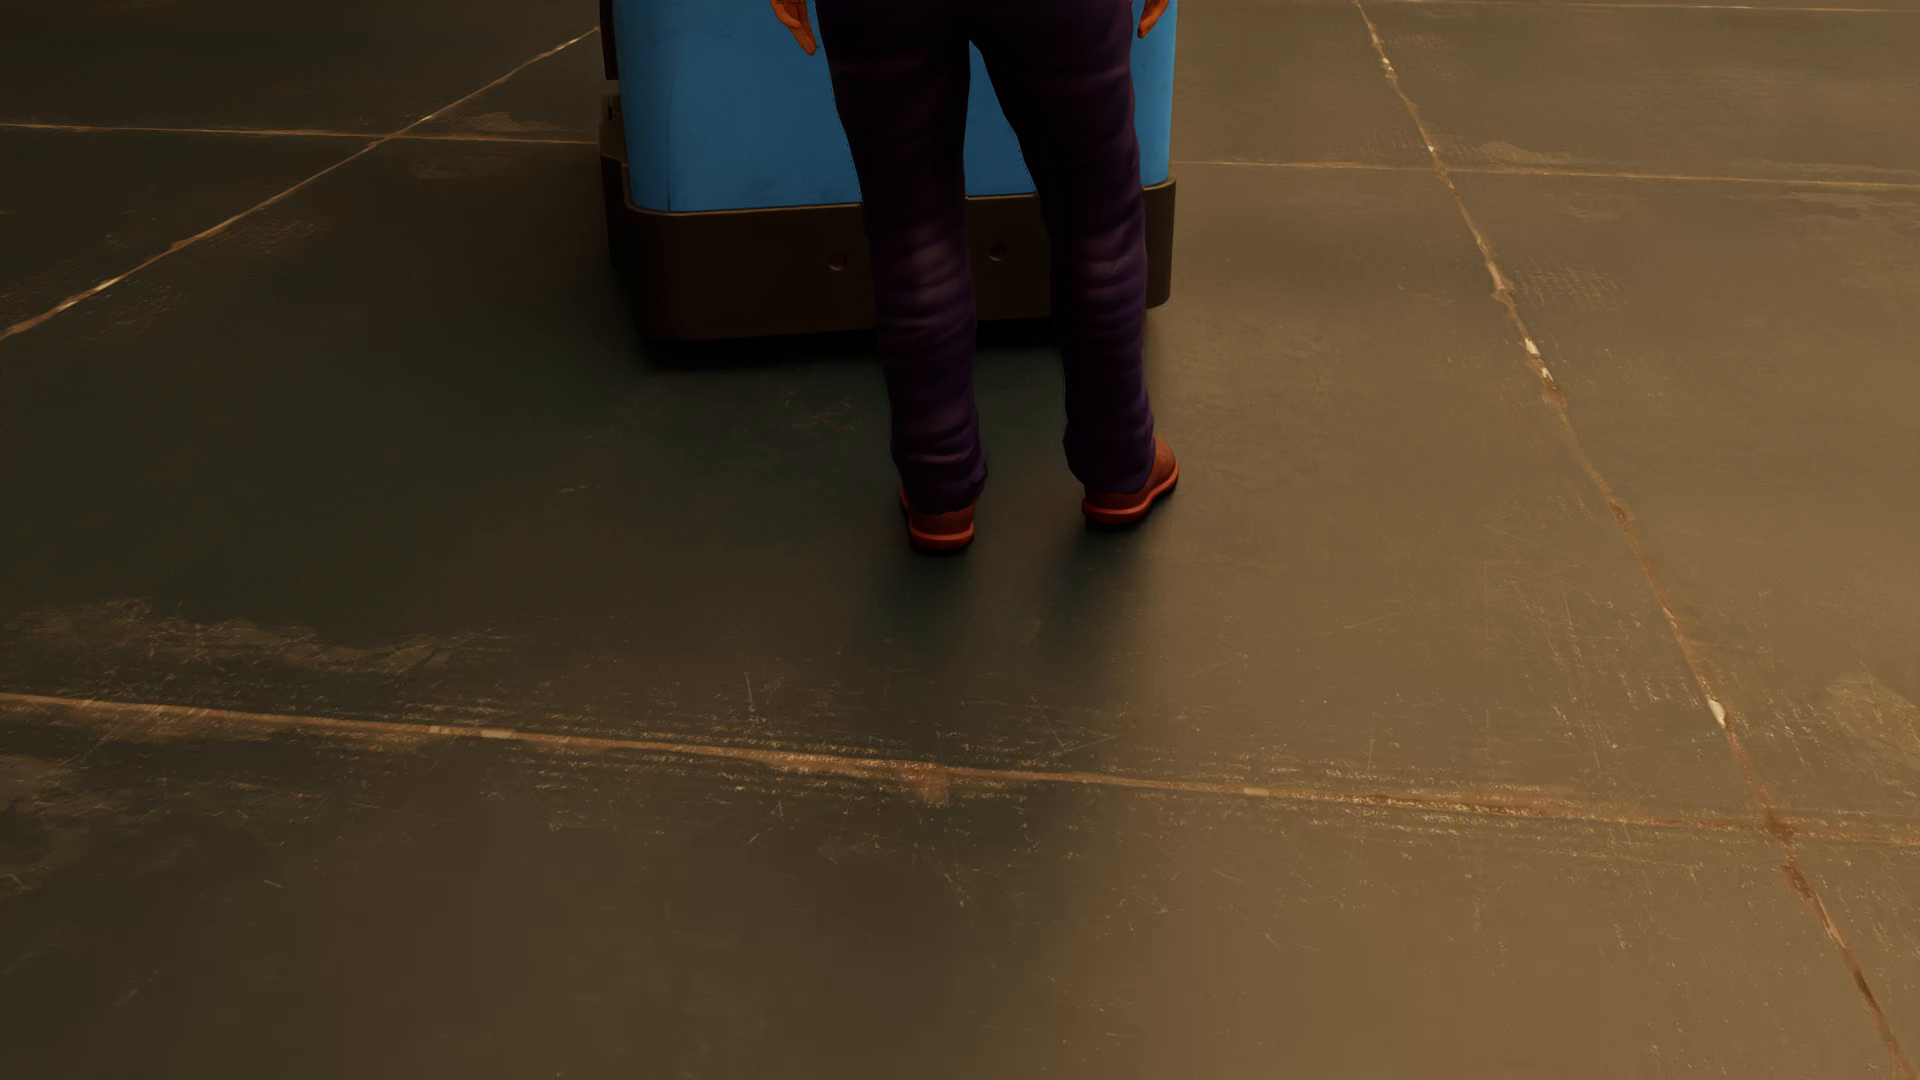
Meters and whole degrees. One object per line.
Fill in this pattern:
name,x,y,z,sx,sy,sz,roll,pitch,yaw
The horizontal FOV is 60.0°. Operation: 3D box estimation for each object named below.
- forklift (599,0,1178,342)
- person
forklift,-0.384,-2.314,3.855,1.130,2.935,3.031,-5,27,-10
person,0.034,-0.781,2.212,0.598,1.653,0.499,4,27,7
